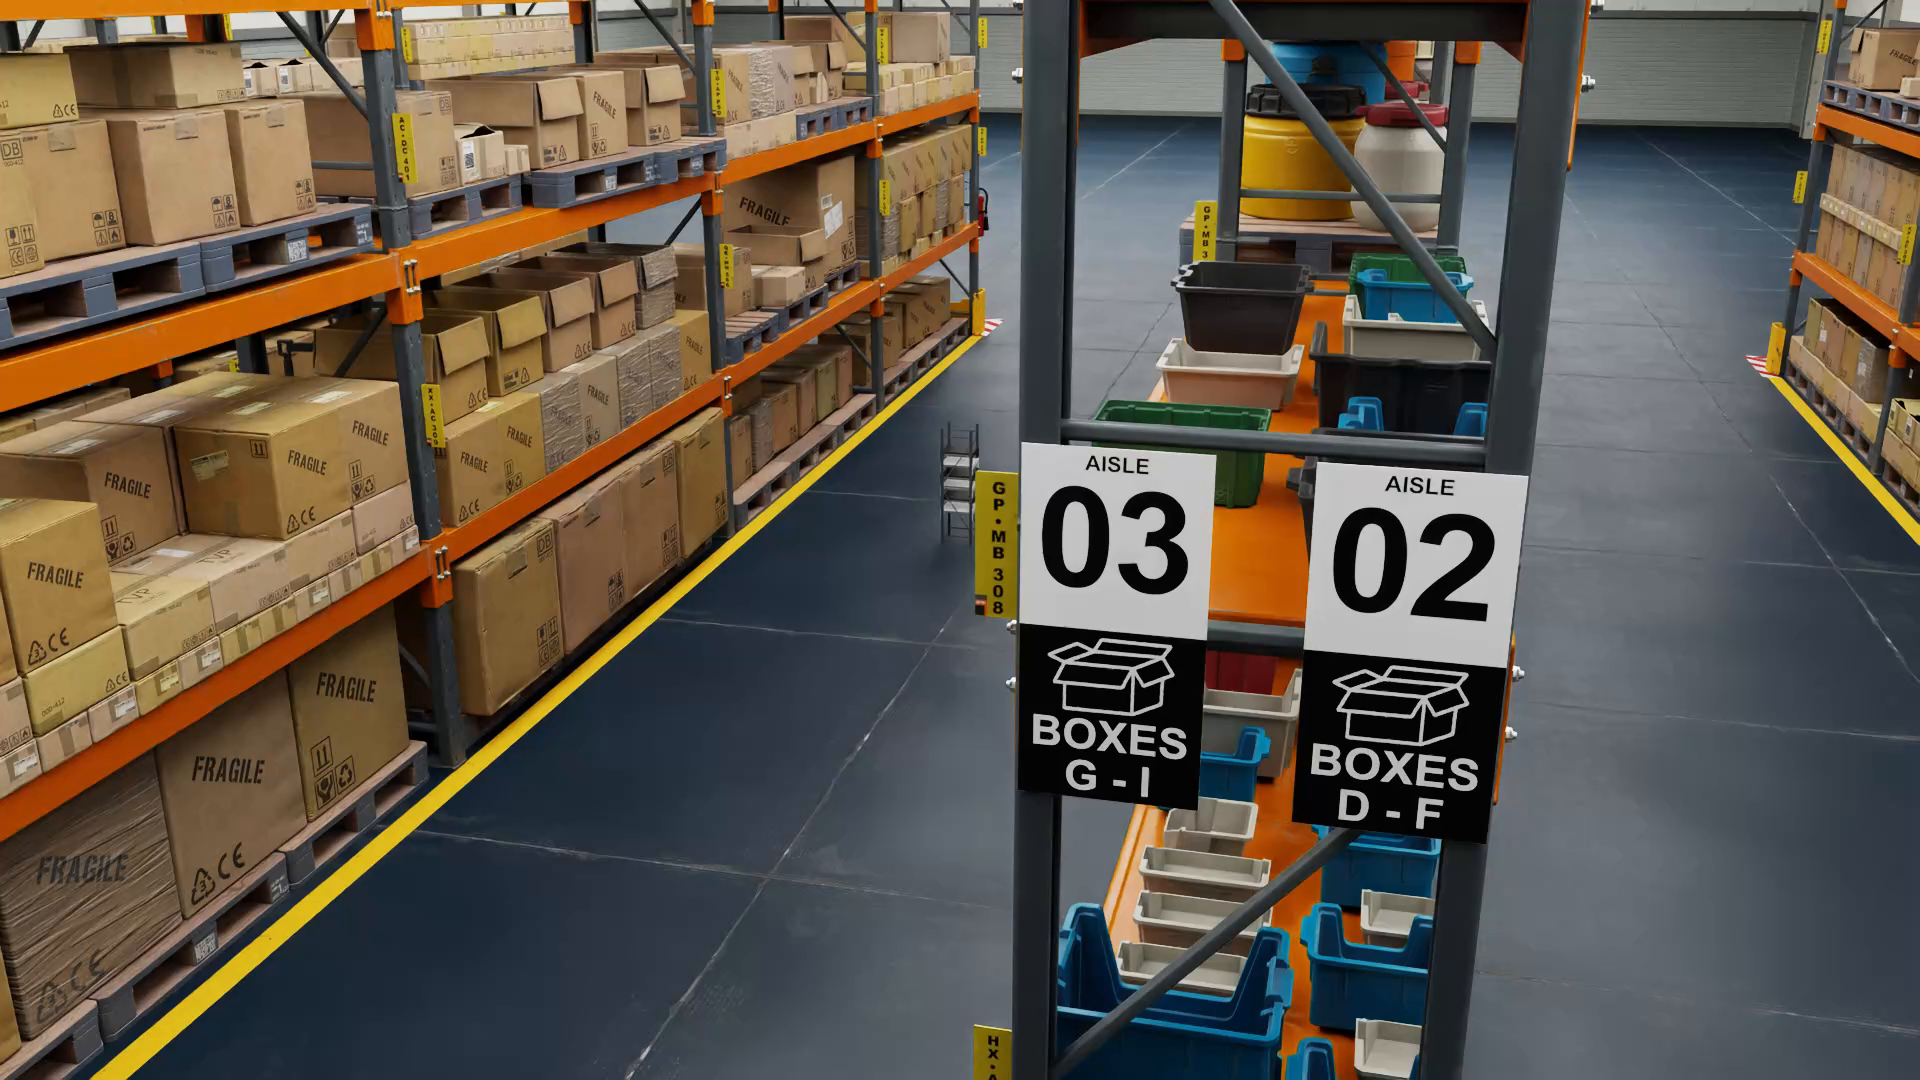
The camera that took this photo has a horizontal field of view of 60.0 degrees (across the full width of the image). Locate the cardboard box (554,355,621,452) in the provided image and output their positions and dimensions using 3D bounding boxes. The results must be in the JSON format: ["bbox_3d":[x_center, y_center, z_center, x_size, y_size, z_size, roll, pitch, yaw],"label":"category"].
[{"bbox_3d":[-2.486,-0.873,10.447,0.500,0.500,0.500,5,19,14],"label":"cardboard box"}]

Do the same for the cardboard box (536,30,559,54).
[{"bbox_3d":[-5.031,-5.812,19.389,0.500,0.250,0.500,5,19,13],"label":"cardboard box"}]

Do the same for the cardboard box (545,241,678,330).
[{"bbox_3d":[-2.424,-1.772,11.528,0.797,0.503,0.637,5,20,15],"label":"cardboard box"}]

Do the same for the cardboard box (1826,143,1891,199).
[{"bbox_3d":[9.191,-3.701,16.721,0.700,0.500,0.500,5,19,14],"label":"cardboard box"}]

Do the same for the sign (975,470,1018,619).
[{"bbox_3d":[0.081,0.012,3.532,0.100,0.325,0.005,5,19,13],"label":"sign"}]

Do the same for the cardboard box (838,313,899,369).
[{"bbox_3d":[-0.983,-2.050,17.266,0.500,0.500,0.500,12,22,31],"label":"cardboard box"}]

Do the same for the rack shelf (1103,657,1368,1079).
[{"bbox_3d":[1.107,1.134,5.839,1.077,0.370,4.000,5,19,13],"label":"rack shelf"}]

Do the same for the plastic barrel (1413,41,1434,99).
[{"bbox_3d":[2.985,-2.984,11.366,0.600,0.901,0.600,0,19,0],"label":"plastic barrel"}]

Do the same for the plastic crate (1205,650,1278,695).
[{"bbox_3d":[1.135,0.368,6.777,0.402,0.464,0.583,5,19,13],"label":"plastic crate"}]

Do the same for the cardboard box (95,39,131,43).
[{"bbox_3d":[-10.023,-5.833,19.639,0.380,0.149,0.250,5,20,15],"label":"cardboard box"}]

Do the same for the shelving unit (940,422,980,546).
[{"bbox_3d":[-0.002,-0.423,12.535,0.258,0.900,0.210,5,19,13],"label":"shelving unit"}]

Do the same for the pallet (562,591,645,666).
[{"bbox_3d":[-2.795,0.464,11.002,1.003,0.211,1.213,5,19,13],"label":"pallet"}]

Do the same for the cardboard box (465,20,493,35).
[{"bbox_3d":[-5.309,-5.565,18.050,0.380,0.149,0.250,5,19,13],"label":"cardboard box"}]

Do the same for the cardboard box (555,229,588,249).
[{"bbox_3d":[-5.161,-3.384,20.592,0.875,0.875,0.875,5,19,14],"label":"cardboard box"}]

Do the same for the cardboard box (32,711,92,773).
[{"bbox_3d":[-3.528,0.741,6.266,0.380,0.149,0.250,4,19,12],"label":"cardboard box"}]

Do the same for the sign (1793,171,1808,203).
[{"bbox_3d":[8.794,-3.695,17.402,0.100,0.325,0.005,5,19,13],"label":"sign"}]

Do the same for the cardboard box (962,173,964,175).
[{"bbox_3d":[-0.436,-4.003,19.152,0.875,0.500,0.500,5,19,13],"label":"cardboard box"}]

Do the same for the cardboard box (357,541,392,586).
[{"bbox_3d":[-3.026,0.097,8.151,0.380,0.149,0.250,5,19,14],"label":"cardboard box"}]

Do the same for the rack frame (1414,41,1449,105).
[{"bbox_3d":[2.573,-3.926,10.259,1.000,3.000,0.127,5,19,13],"label":"rack frame"}]

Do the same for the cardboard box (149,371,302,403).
[{"bbox_3d":[-3.572,-0.519,8.178,0.500,0.500,0.500,5,19,13],"label":"cardboard box"}]

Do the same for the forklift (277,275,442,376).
[{"bbox_3d":[-5.029,-1.831,13.514,3.031,2.935,1.130,1,19,2],"label":"forklift"}]

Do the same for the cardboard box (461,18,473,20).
[{"bbox_3d":[-5.762,-5.855,18.898,0.380,0.149,0.250,4,19,13],"label":"cardboard box"}]

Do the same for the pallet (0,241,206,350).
[{"bbox_3d":[-3.717,-0.965,6.368,1.003,0.211,1.213,5,19,13],"label":"pallet"}]

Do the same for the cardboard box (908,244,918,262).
[{"bbox_3d":[-0.647,-2.968,17.126,0.380,0.149,0.250,5,19,13],"label":"cardboard box"}]

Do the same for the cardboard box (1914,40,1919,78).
[{"bbox_3d":[8.878,-4.188,14.640,0.797,0.503,0.637,7,20,19],"label":"cardboard box"}]

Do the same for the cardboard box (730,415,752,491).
[{"bbox_3d":[-2.085,-0.715,13.326,0.700,0.500,0.500,4,19,10],"label":"cardboard box"}]

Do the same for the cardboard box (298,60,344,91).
[{"bbox_3d":[-6.125,-4.345,15.555,0.500,0.250,0.500,4,19,13],"label":"cardboard box"}]

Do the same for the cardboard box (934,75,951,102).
[{"bbox_3d":[-0.399,-4.846,17.826,0.500,0.250,0.500,5,20,15],"label":"cardboard box"}]

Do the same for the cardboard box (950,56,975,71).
[{"bbox_3d":[-0.040,-5.411,18.863,0.380,0.149,0.250,5,19,13],"label":"cardboard box"}]

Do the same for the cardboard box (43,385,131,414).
[{"bbox_3d":[-6.927,-1.037,13.140,0.500,0.250,0.500,4,19,12],"label":"cardboard box"}]

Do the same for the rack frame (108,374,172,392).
[{"bbox_3d":[-7.014,-1.901,13.613,1.000,3.000,0.127,5,19,13],"label":"rack frame"}]

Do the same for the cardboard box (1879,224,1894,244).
[{"bbox_3d":[8.462,-2.723,14.862,0.380,0.149,0.250,5,19,13],"label":"cardboard box"}]

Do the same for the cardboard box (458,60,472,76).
[{"bbox_3d":[-5.433,-5.027,17.708,0.380,0.149,0.250,4,19,13],"label":"cardboard box"}]

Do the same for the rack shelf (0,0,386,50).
[{"bbox_3d":[-3.695,-1.907,6.079,1.077,0.370,4.000,5,19,13],"label":"rack shelf"}]

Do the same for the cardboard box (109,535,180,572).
[{"bbox_3d":[-3.823,0.151,7.377,0.500,0.250,0.500,5,20,15],"label":"cardboard box"}]

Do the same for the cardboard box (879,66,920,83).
[{"bbox_3d":[-0.620,-4.675,16.710,0.380,0.149,0.250,4,19,12],"label":"cardboard box"}]

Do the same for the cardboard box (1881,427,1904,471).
[{"bbox_3d":[8.014,-0.739,13.814,0.500,0.250,0.500,4,19,12],"label":"cardboard box"}]

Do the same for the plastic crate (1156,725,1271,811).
[{"bbox_3d":[0.872,0.808,5.849,0.416,0.233,0.300,5,19,13],"label":"plastic crate"}]

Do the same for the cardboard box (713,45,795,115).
[{"bbox_3d":[-1.622,-3.625,13.091,0.500,0.500,0.500,4,19,12],"label":"cardboard box"}]

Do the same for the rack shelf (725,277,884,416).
[{"bbox_3d":[-1.741,-1.764,14.325,1.077,0.370,4.000,5,19,13],"label":"rack shelf"}]

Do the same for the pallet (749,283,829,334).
[{"bbox_3d":[-1.785,-2.011,14.231,1.003,0.211,1.213,5,19,13],"label":"pallet"}]

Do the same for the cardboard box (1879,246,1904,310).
[{"bbox_3d":[8.578,-2.301,14.628,0.700,0.500,0.500,4,19,13],"label":"cardboard box"}]

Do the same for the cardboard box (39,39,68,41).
[{"bbox_3d":[-10.710,-5.802,19.549,0.380,0.149,0.250,5,19,14],"label":"cardboard box"}]

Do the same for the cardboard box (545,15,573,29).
[{"bbox_3d":[-4.813,-6.200,19.910,0.380,0.149,0.250,5,19,14],"label":"cardboard box"}]

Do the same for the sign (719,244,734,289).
[{"bbox_3d":[-1.690,-1.983,12.061,0.100,0.325,0.005,5,19,13],"label":"sign"}]

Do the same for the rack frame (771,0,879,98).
[{"bbox_3d":[-1.252,-5.571,15.075,1.000,3.000,0.127,5,19,13],"label":"rack frame"}]

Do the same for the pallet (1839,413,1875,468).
[{"bbox_3d":[8.588,-0.875,14.921,1.003,0.211,1.213,5,19,13],"label":"pallet"}]

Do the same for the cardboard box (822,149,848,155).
[{"bbox_3d":[-1.409,-3.556,16.295,0.500,0.500,0.500,5,19,13],"label":"cardboard box"}]

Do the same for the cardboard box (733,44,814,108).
[{"bbox_3d":[-1.692,-3.964,14.202,0.797,0.503,0.637,5,20,16],"label":"cardboard box"}]

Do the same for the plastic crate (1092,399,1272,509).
[{"bbox_3d":[0.583,-0.230,4.408,0.450,0.188,0.336,5,19,13],"label":"plastic crate"}]

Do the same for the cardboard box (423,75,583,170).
[{"bbox_3d":[-2.708,-2.503,9.925,0.797,0.503,0.637,4,19,13],"label":"cardboard box"}]

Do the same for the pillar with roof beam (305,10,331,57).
[{"bbox_3d":[-8.636,-11.272,31.766,9.100,9.000,0.400,5,19,13],"label":"pillar with roof beam"}]

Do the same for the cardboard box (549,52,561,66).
[{"bbox_3d":[-4.937,-5.665,19.576,0.380,0.149,0.250,5,19,14],"label":"cardboard box"}]

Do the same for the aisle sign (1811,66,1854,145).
[{"bbox_3d":[9.049,-4.477,17.132,0.394,0.787,0.004,5,19,13],"label":"aisle sign"}]

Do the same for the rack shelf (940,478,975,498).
[{"bbox_3d":[-0.002,-0.392,12.545,0.258,0.077,0.200,5,19,13],"label":"rack shelf"}]

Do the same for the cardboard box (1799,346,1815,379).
[{"bbox_3d":[8.865,-1.792,16.897,0.500,0.250,0.500,5,19,13],"label":"cardboard box"}]

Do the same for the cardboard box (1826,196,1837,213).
[{"bbox_3d":[8.964,-3.367,16.747,0.380,0.149,0.250,4,19,12],"label":"cardboard box"}]
